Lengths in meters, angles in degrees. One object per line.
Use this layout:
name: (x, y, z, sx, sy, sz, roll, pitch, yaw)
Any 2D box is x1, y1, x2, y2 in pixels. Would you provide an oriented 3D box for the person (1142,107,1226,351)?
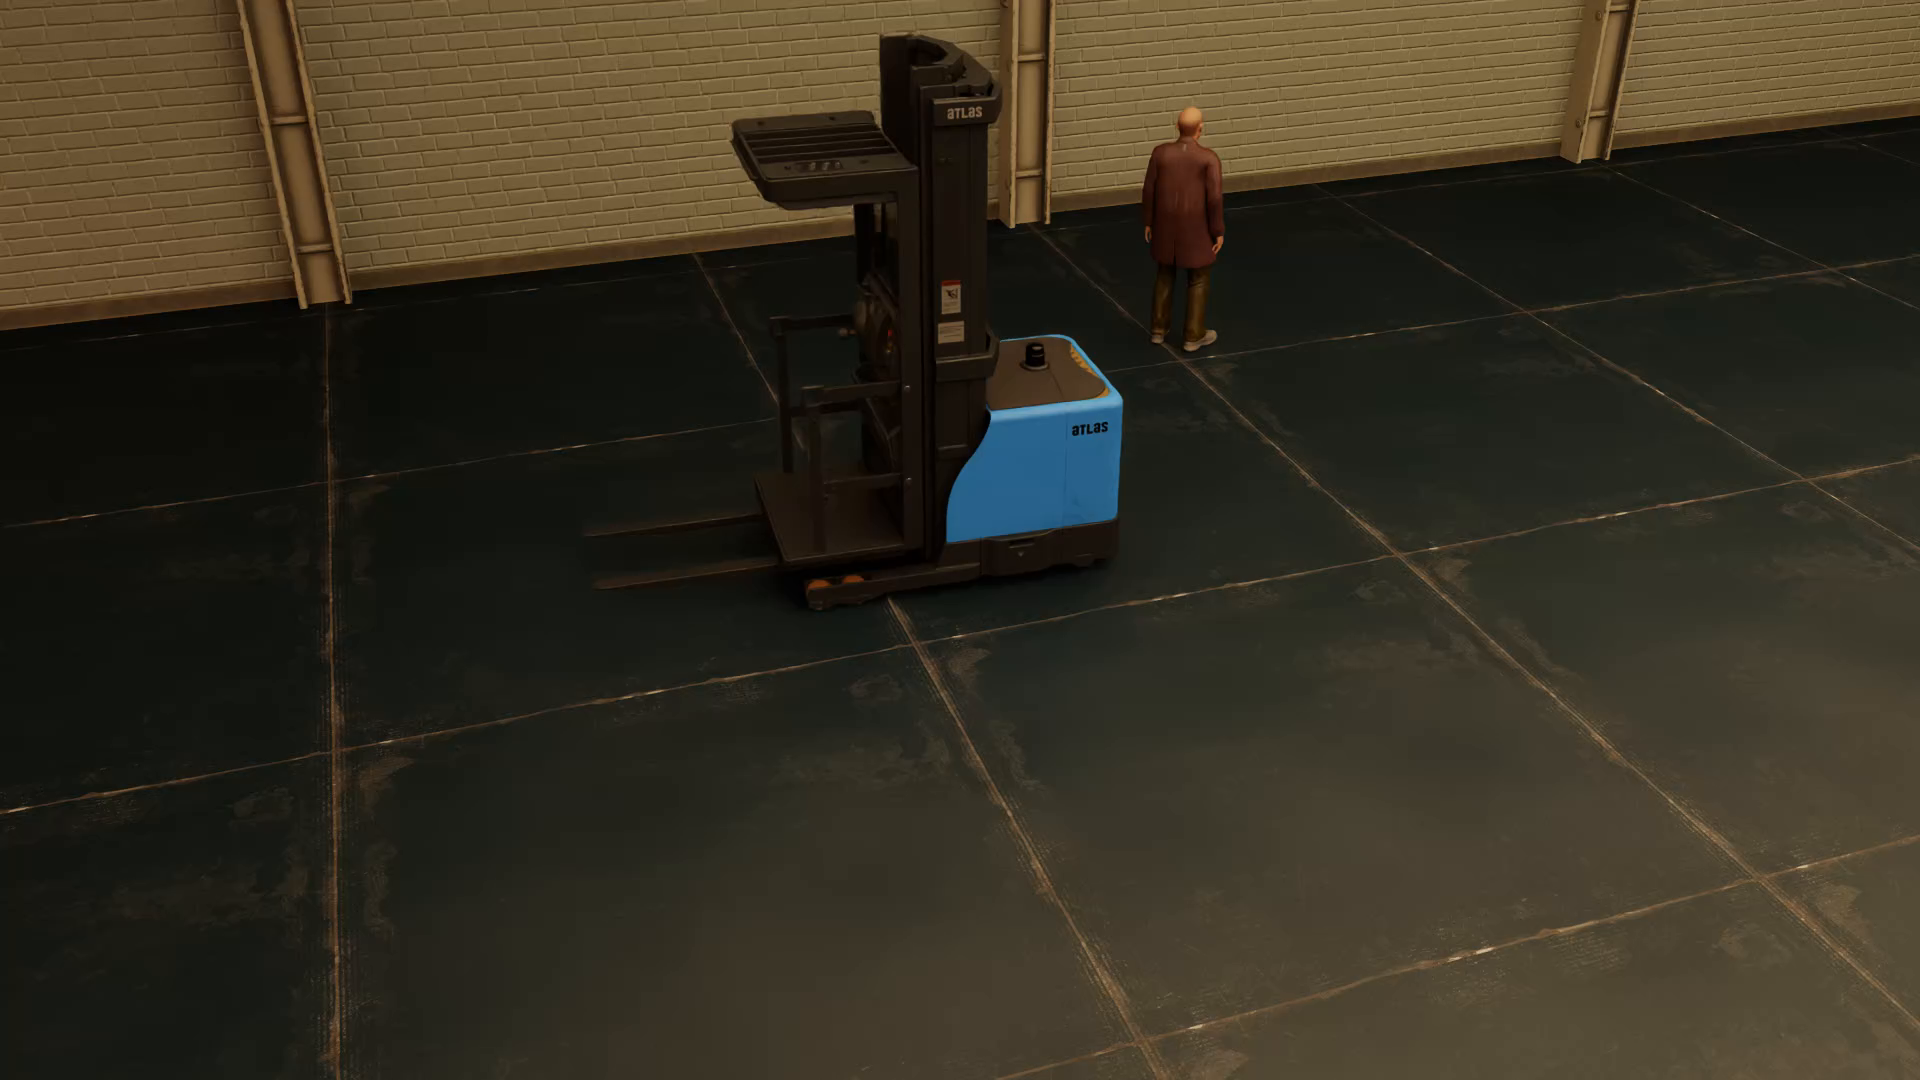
person: (1.643, -2.284, 12.220, 0.644, 1.774, 0.437, 15, 33, 24)

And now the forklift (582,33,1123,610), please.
forklift: (-0.648, -1.170, 9.120, 3.031, 2.935, 1.130, -8, 31, -13)
